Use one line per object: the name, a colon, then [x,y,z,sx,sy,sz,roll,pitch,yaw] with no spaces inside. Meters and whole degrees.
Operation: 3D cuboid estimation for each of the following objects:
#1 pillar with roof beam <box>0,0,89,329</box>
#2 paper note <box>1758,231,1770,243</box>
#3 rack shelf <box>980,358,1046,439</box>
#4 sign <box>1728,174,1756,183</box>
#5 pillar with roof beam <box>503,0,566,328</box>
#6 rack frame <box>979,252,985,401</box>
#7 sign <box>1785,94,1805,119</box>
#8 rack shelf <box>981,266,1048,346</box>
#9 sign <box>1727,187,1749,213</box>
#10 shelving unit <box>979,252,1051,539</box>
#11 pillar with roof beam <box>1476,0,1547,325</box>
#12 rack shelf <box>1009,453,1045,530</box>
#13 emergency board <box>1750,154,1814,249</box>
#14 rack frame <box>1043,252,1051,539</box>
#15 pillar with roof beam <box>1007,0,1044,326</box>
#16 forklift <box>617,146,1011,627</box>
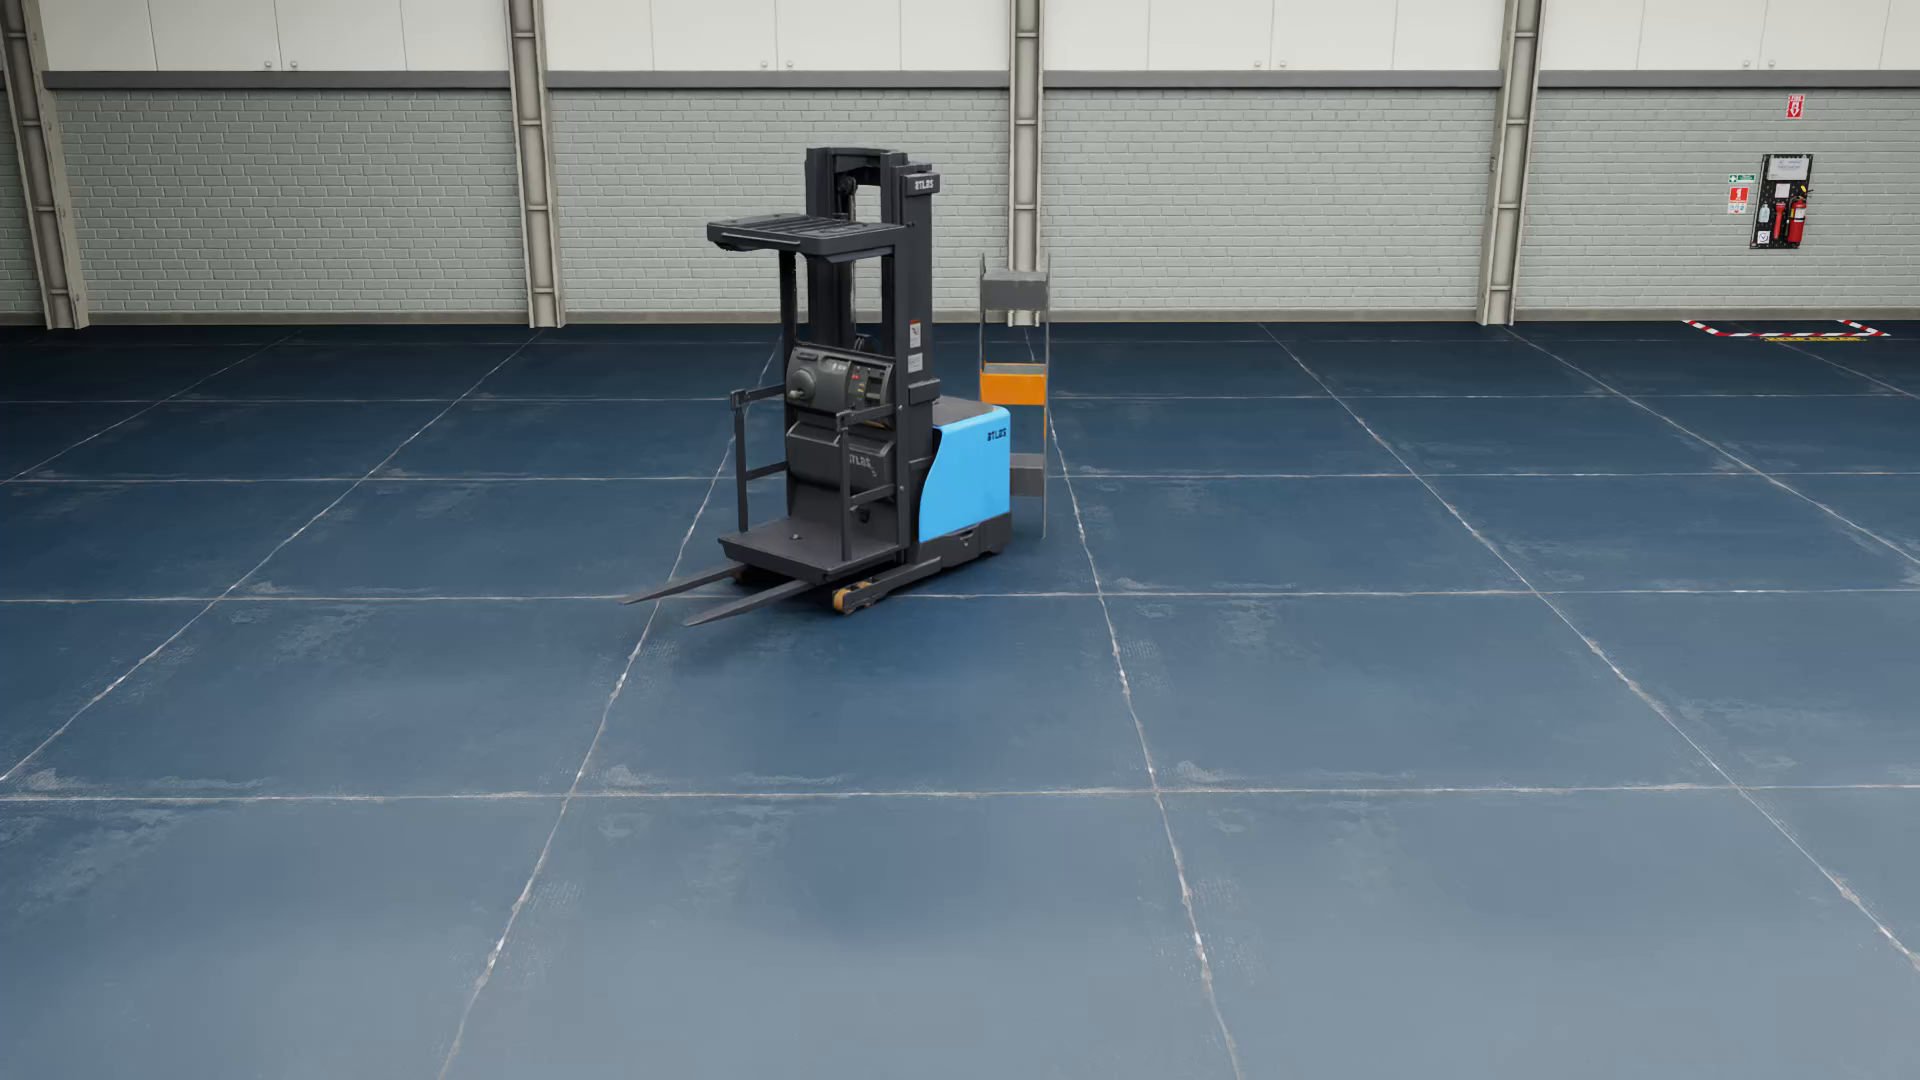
pillar with roof beam: [-11.131,-5.649,15.424,0.400,9.000,9.100,0,18,-1]
paper note: [10.149,-3.823,20.997,0.142,0.148,0.016,0,18,-1]
rack shelf: [0.406,-1.060,12.460,0.480,0.518,0.431,1,18,4]
sign: [9.777,-4.518,20.794,0.331,0.109,0.001,0,18,-1]
pillar with roof beam: [-5.131,-5.678,15.514,0.400,9.000,9.100,0,18,-1]
rack frame: [0.163,-1.079,12.474,0.015,2.100,0.400,1,18,4]
sign: [10.317,-5.356,20.540,0.199,0.298,0.001,0,18,-1]
rack shelf: [0.406,-1.727,12.246,0.480,0.518,0.431,1,18,4]
sign: [9.772,-4.268,20.883,0.234,0.329,0.001,0,18,-1]
shelving unit: [0.406,-1.073,12.456,0.503,2.100,0.431,1,18,4]
pillar with roof beam: [6.867,-5.735,15.695,0.400,9.000,9.100,0,18,-1]
rack shelf: [0.406,-0.394,12.674,0.480,0.518,0.431,1,18,4]
emergency board: [10.327,-4.222,20.799,0.643,1.169,0.194,0,18,-1]
rack frame: [0.649,-1.068,12.438,0.015,2.100,0.400,1,18,4]
pillar with roof beam: [0.868,-5.706,15.604,0.400,9.000,9.100,0,18,-1]
forklift: [-0.955,-1.077,11.107,1.130,2.935,3.031,14,23,38]
